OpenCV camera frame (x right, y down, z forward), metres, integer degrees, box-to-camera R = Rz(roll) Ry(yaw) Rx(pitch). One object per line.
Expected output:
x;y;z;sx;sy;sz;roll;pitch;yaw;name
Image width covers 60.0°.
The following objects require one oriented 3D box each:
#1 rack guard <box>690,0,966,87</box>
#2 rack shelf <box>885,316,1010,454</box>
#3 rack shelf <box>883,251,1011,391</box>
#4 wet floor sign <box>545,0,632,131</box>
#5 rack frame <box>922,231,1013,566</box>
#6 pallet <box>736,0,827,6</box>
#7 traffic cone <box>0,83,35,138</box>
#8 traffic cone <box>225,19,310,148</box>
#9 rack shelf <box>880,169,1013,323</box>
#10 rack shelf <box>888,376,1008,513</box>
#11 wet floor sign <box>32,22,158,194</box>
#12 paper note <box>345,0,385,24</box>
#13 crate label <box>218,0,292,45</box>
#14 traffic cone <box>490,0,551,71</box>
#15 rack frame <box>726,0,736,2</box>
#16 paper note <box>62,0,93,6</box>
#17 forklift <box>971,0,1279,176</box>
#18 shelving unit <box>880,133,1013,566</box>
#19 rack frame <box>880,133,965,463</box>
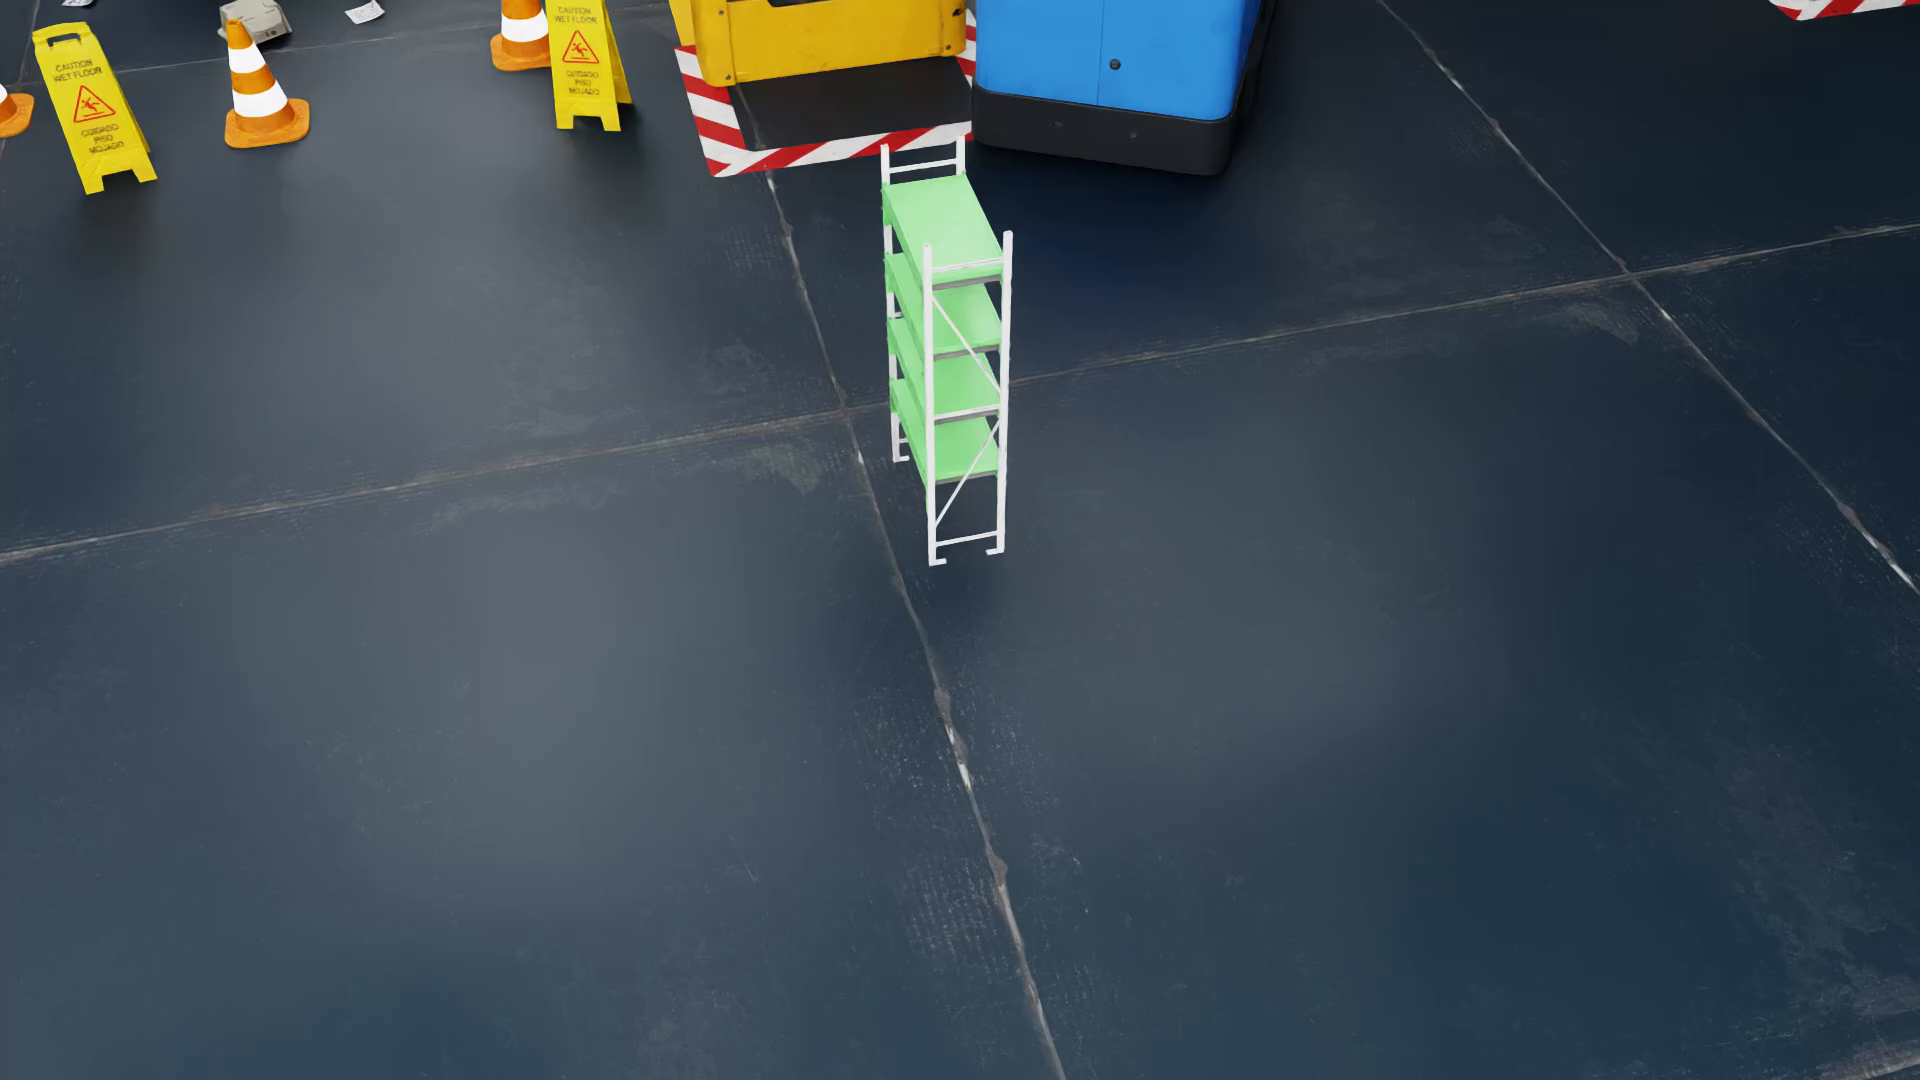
-0.569;-2.342;7.195;1.175;0.500;0.348;-11;47;-10;rack guard
-0.042;-0.490;4.979;0.258;0.148;0.480;-11;47;-10;rack shelf
-0.042;-0.658;4.808;0.258;0.148;0.480;-11;47;-10;rack shelf
-1.535;-2.014;6.772;0.267;0.644;0.232;4;46;4;wet floor sign
0.020;-0.366;4.768;0.240;1.200;0.015;-11;47;-10;rack frame
-0.742;-2.809;7.855;1.003;0.211;1.213;-11;47;-10;pallet
-4.072;-1.928;6.816;0.336;0.463;0.334;-11;47;-10;traffic cone
-2.892;-1.900;6.788;0.336;0.463;0.334;-11;47;-10;traffic cone
-0.042;-0.825;4.636;0.258;0.148;0.480;-11;47;-10;rack shelf
-0.042;-0.322;5.151;0.258;0.148;0.480;-11;47;-10;rack shelf
-3.387;-1.708;6.472;0.267;0.644;0.232;-18;48;-17;wet floor sign
-2.715;-2.414;7.595;0.148;0.019;0.142;-26;51;-24;paper note
-3.153;-2.318;7.425;0.250;0.136;0.298;-35;55;-30;crate label
-1.906;-2.338;7.217;0.336;0.463;0.334;-11;47;-10;traffic cone
-0.549;-3.165;6.251;1.000;3.000;0.127;-11;47;-10;rack frame
-4.058;-2.514;7.694;0.144;0.017;0.142;4;46;4;paper note
0.912;-3.536;6.663;1.130;2.935;3.031;11;47;10;forklift
-0.042;-0.534;4.933;0.258;1.200;0.503;-11;47;-10;shelving unit
-0.105;-0.703;5.099;0.240;1.200;0.015;-11;47;-10;rack frame
